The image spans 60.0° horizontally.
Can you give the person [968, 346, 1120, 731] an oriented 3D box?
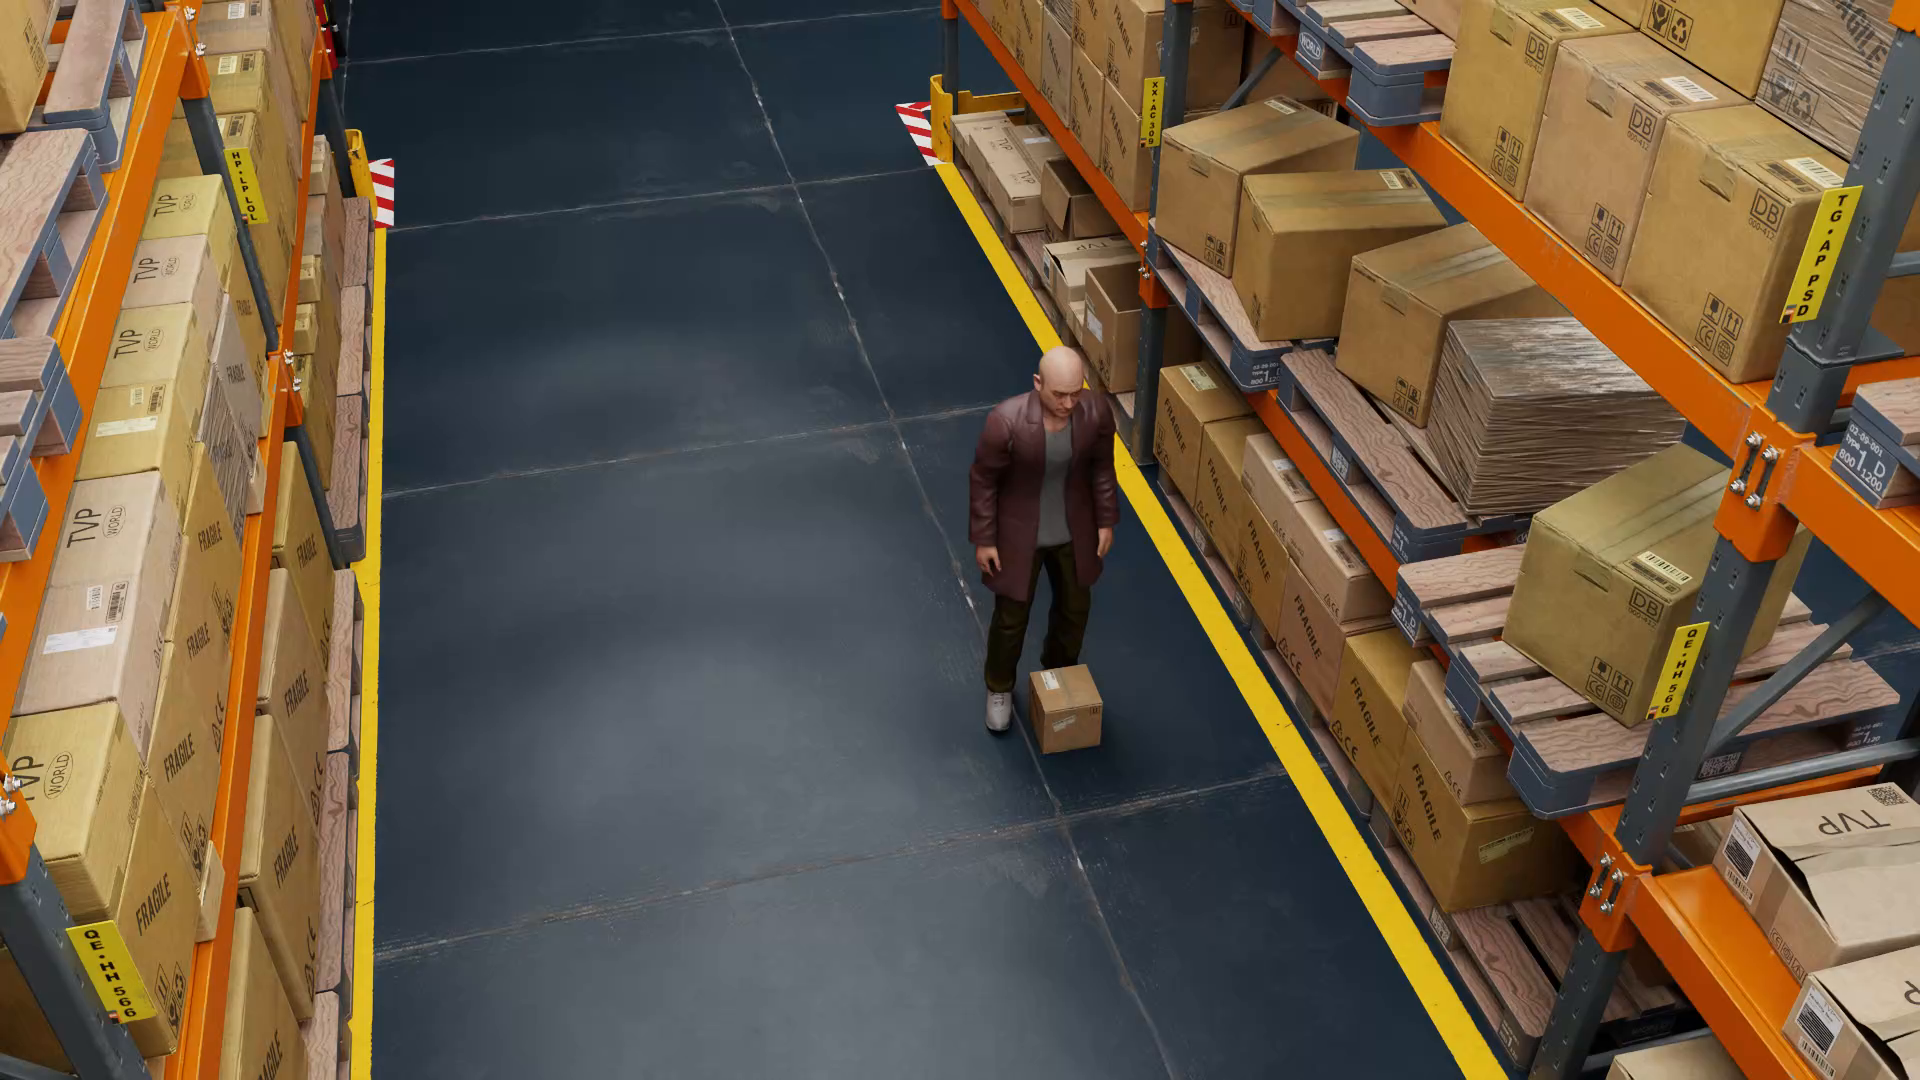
[{"bbox_3d":[0.345,-0.028,6.764,0.640,1.773,0.430,-10,39,-12],"label":"person"}]
